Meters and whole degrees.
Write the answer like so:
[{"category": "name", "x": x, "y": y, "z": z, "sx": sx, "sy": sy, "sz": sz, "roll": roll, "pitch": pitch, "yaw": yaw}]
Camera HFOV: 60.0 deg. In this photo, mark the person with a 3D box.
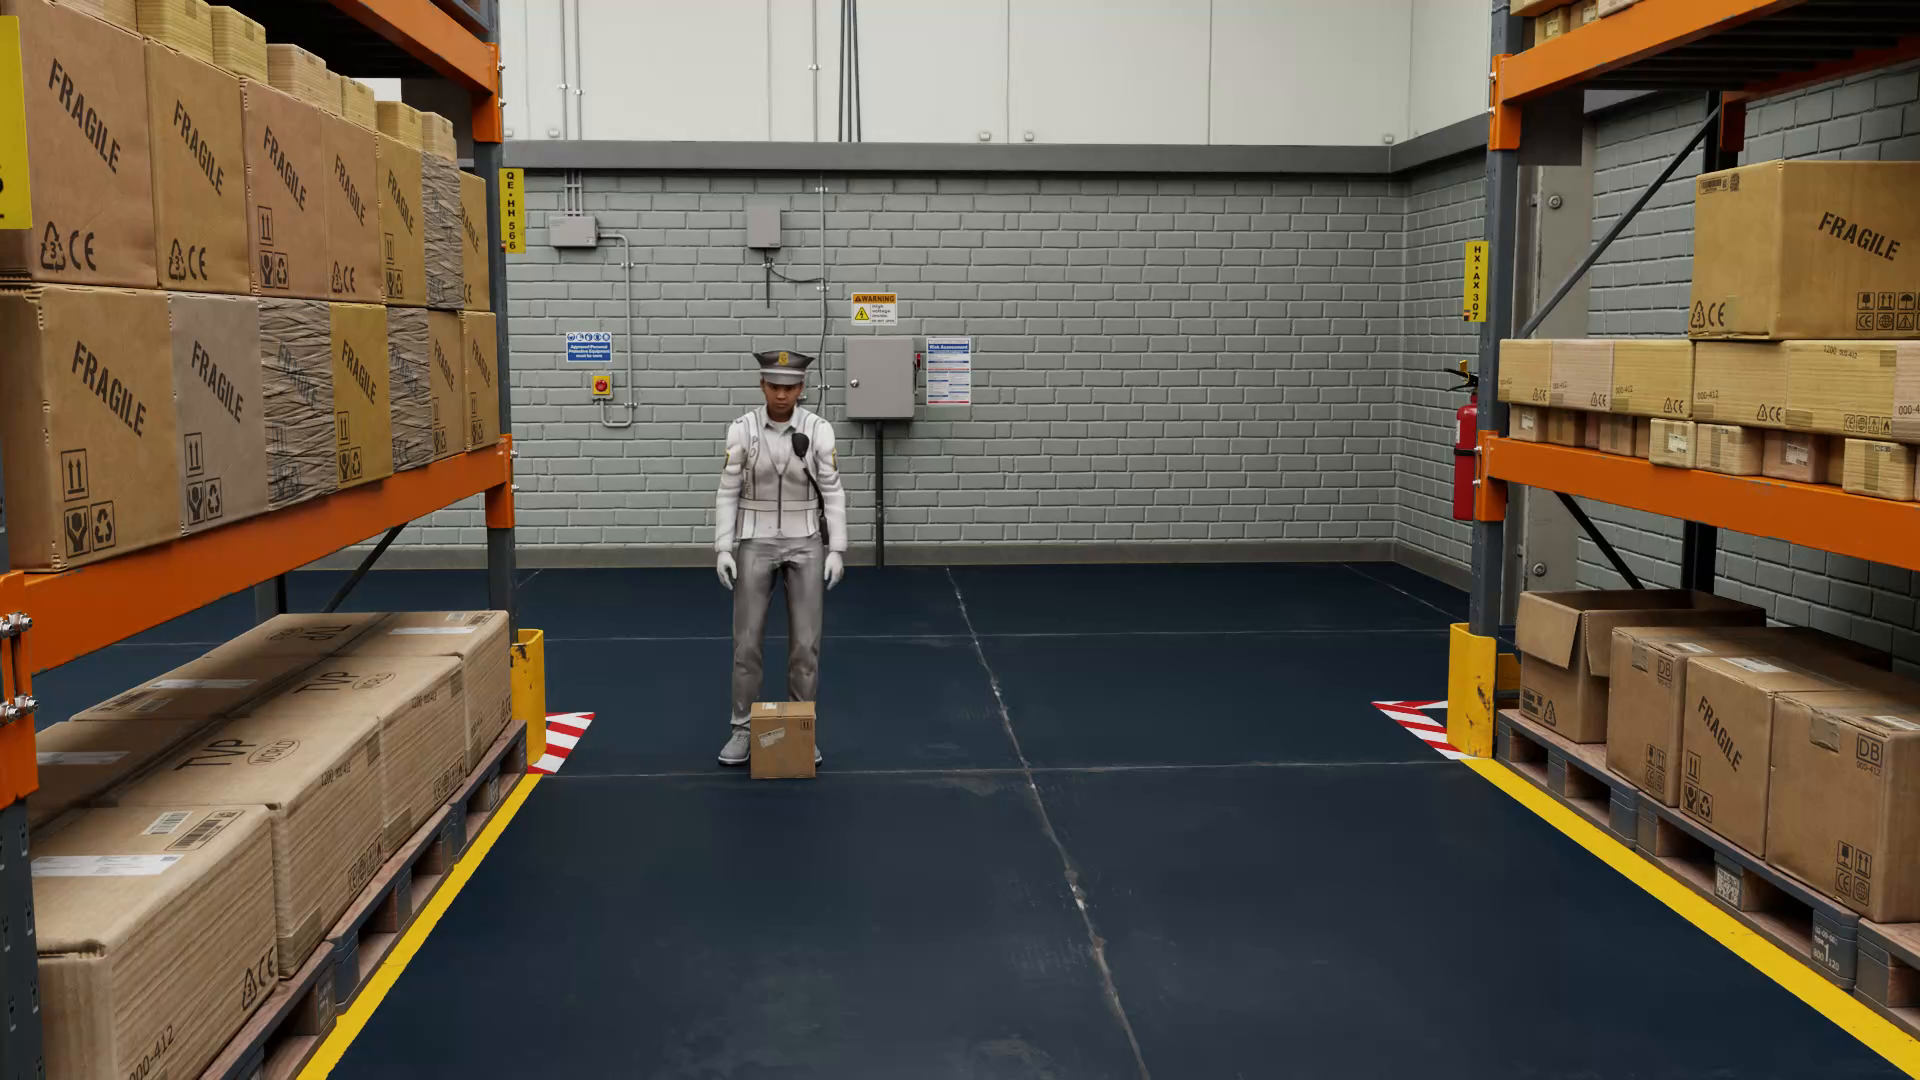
[{"category": "person", "x": -0.723, "y": 0.063, "z": 6.720, "sx": 0.532, "sy": 1.663, "sz": 0.404, "roll": -1, "pitch": 7, "yaw": -4}]
